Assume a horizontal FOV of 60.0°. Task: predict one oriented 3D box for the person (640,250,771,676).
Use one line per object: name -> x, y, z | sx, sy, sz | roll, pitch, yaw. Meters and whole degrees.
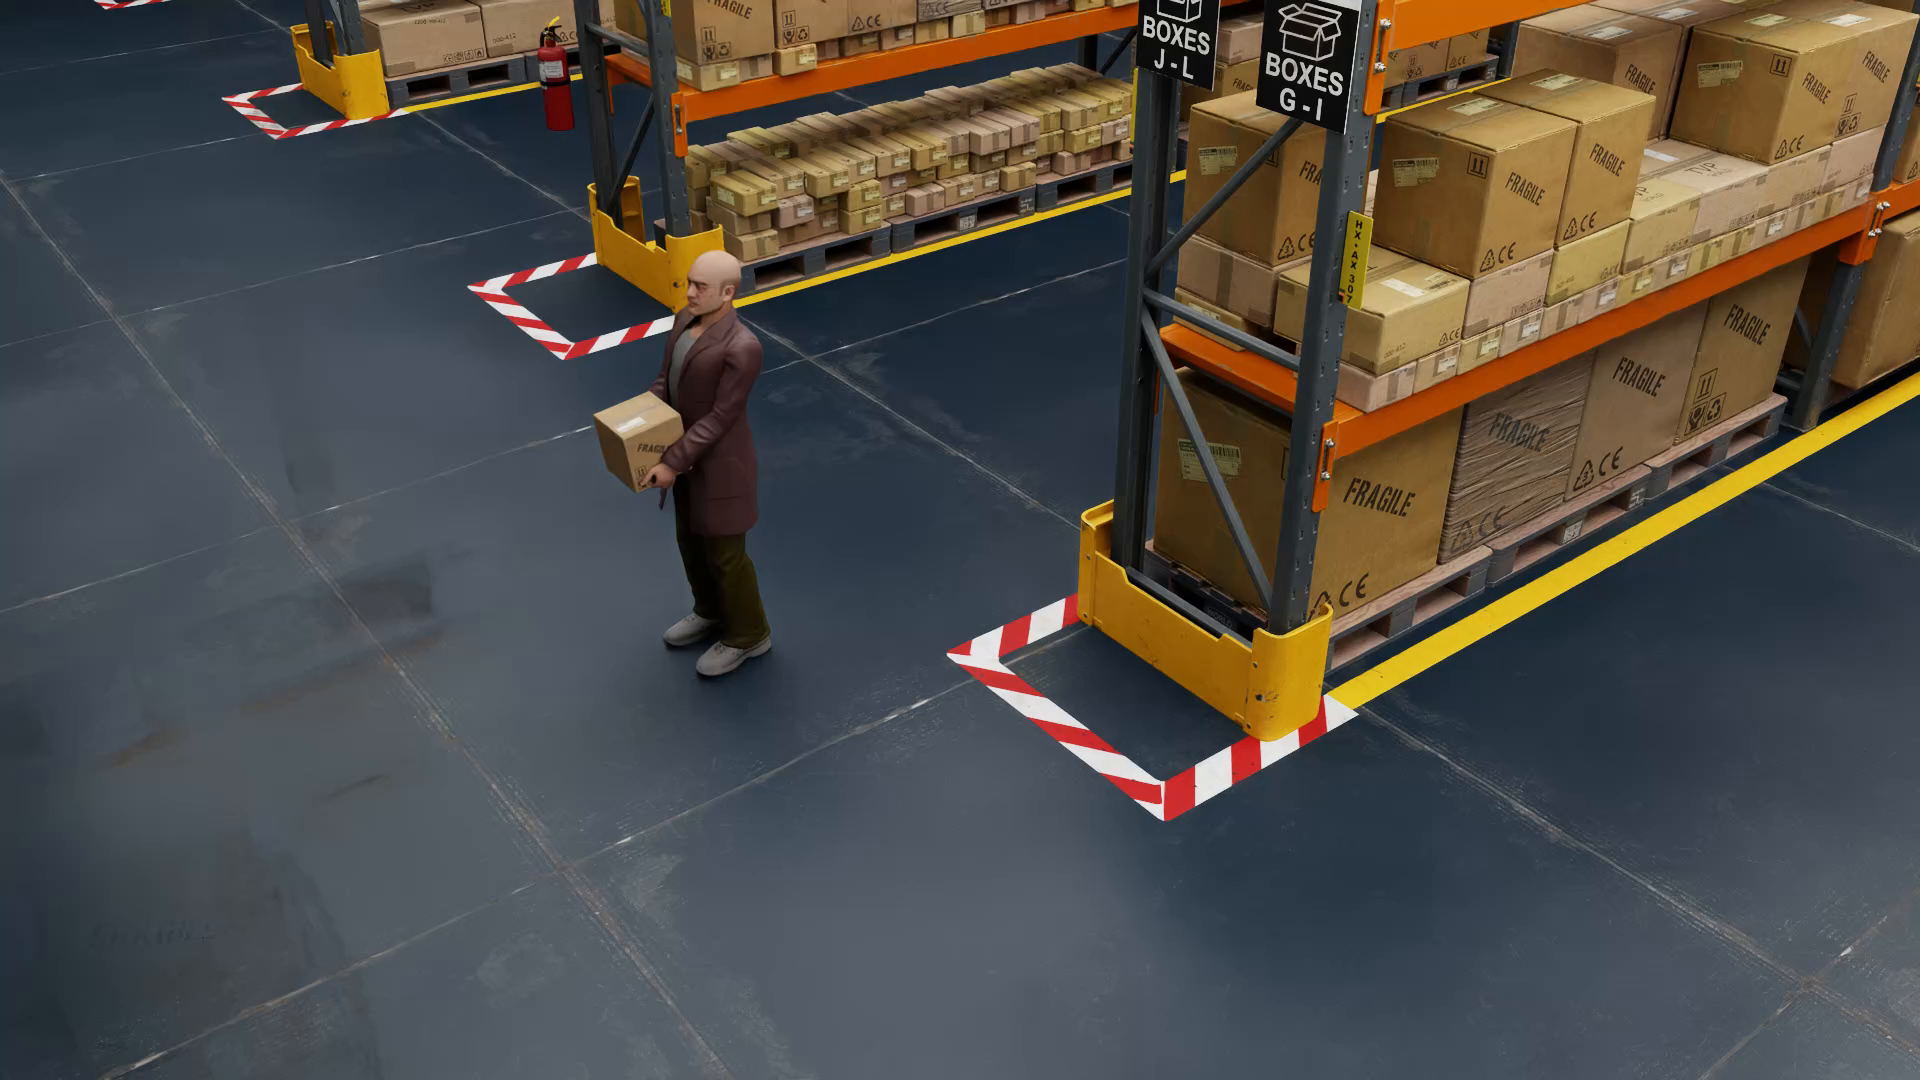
person -> -1.070, -0.277, 6.603 | 0.555, 1.769, 0.529 | -22, 38, -31
